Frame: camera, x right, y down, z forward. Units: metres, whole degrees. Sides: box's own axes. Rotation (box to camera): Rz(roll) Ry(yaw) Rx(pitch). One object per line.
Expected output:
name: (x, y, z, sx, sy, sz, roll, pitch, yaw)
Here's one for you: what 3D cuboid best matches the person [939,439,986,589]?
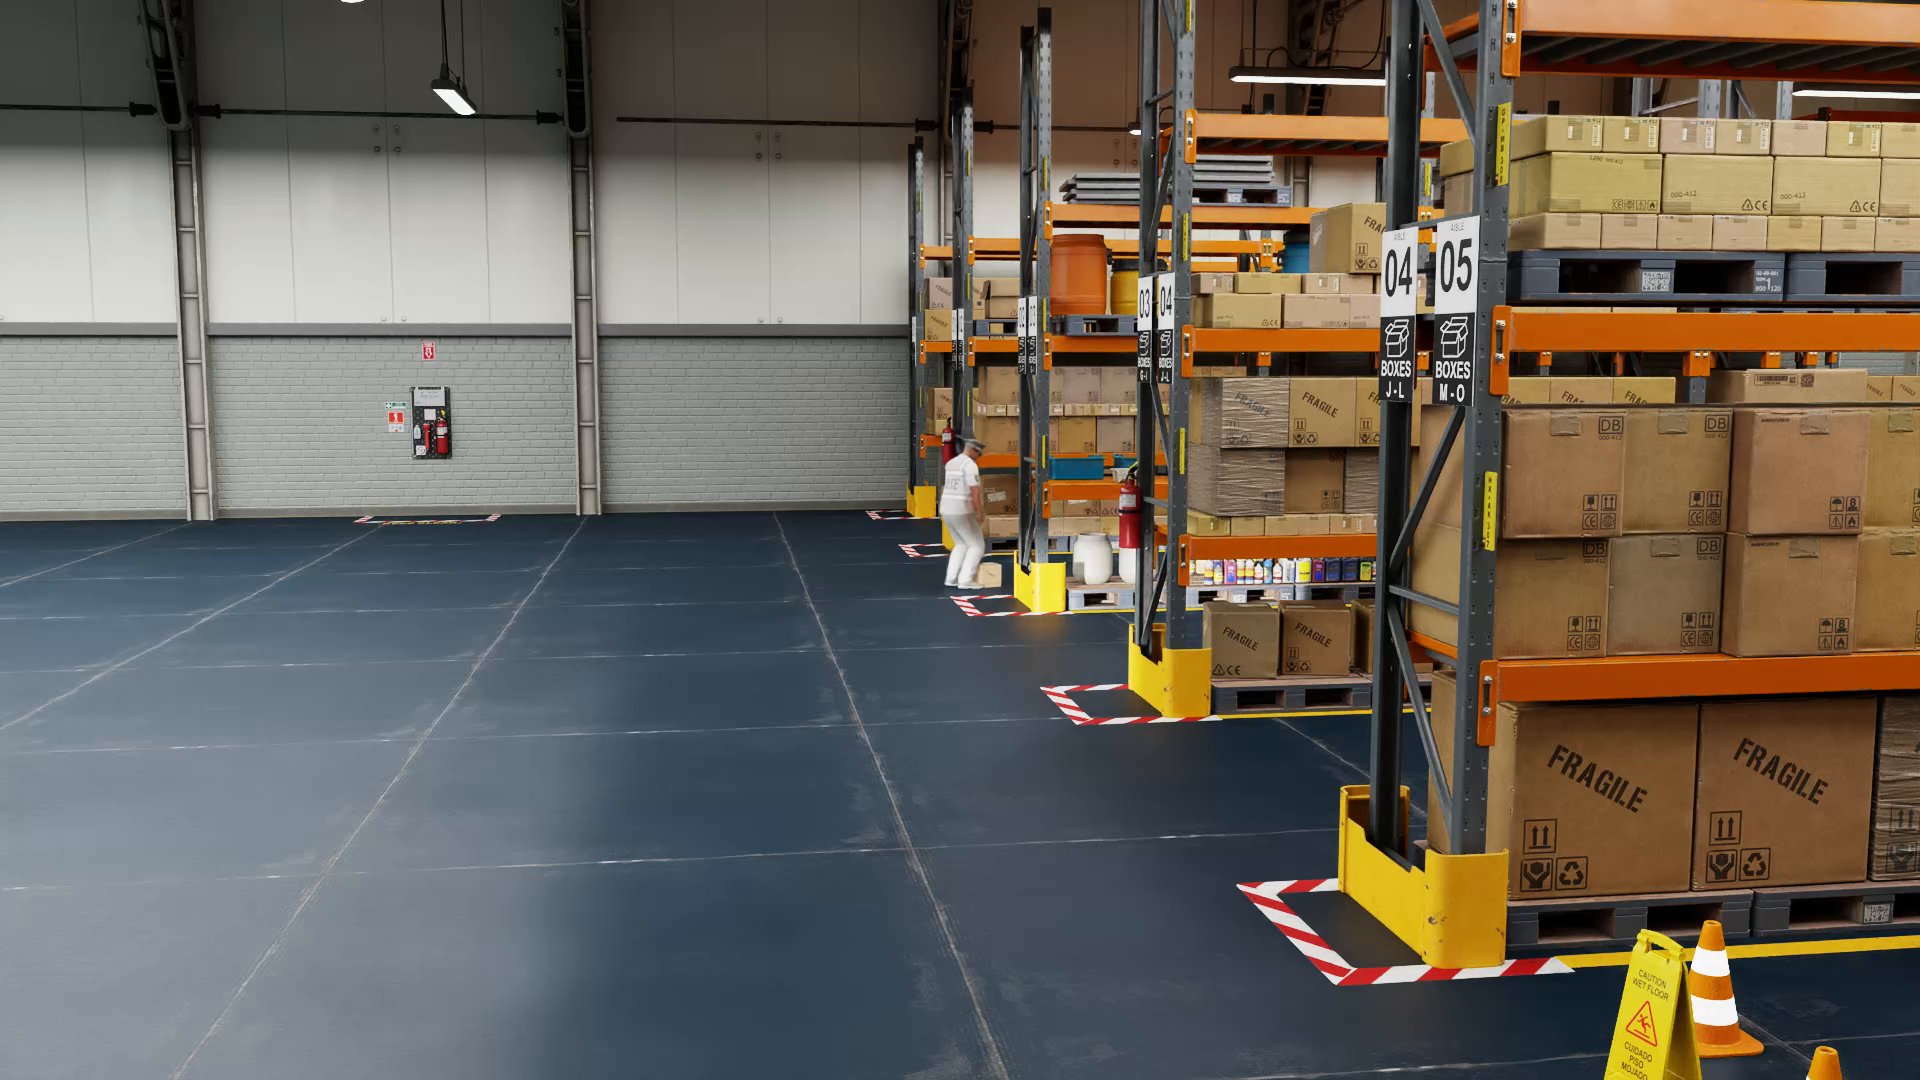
person: (0.042, -0.297, 18.705, 0.539, 1.678, 0.564, -4, 7, -30)
